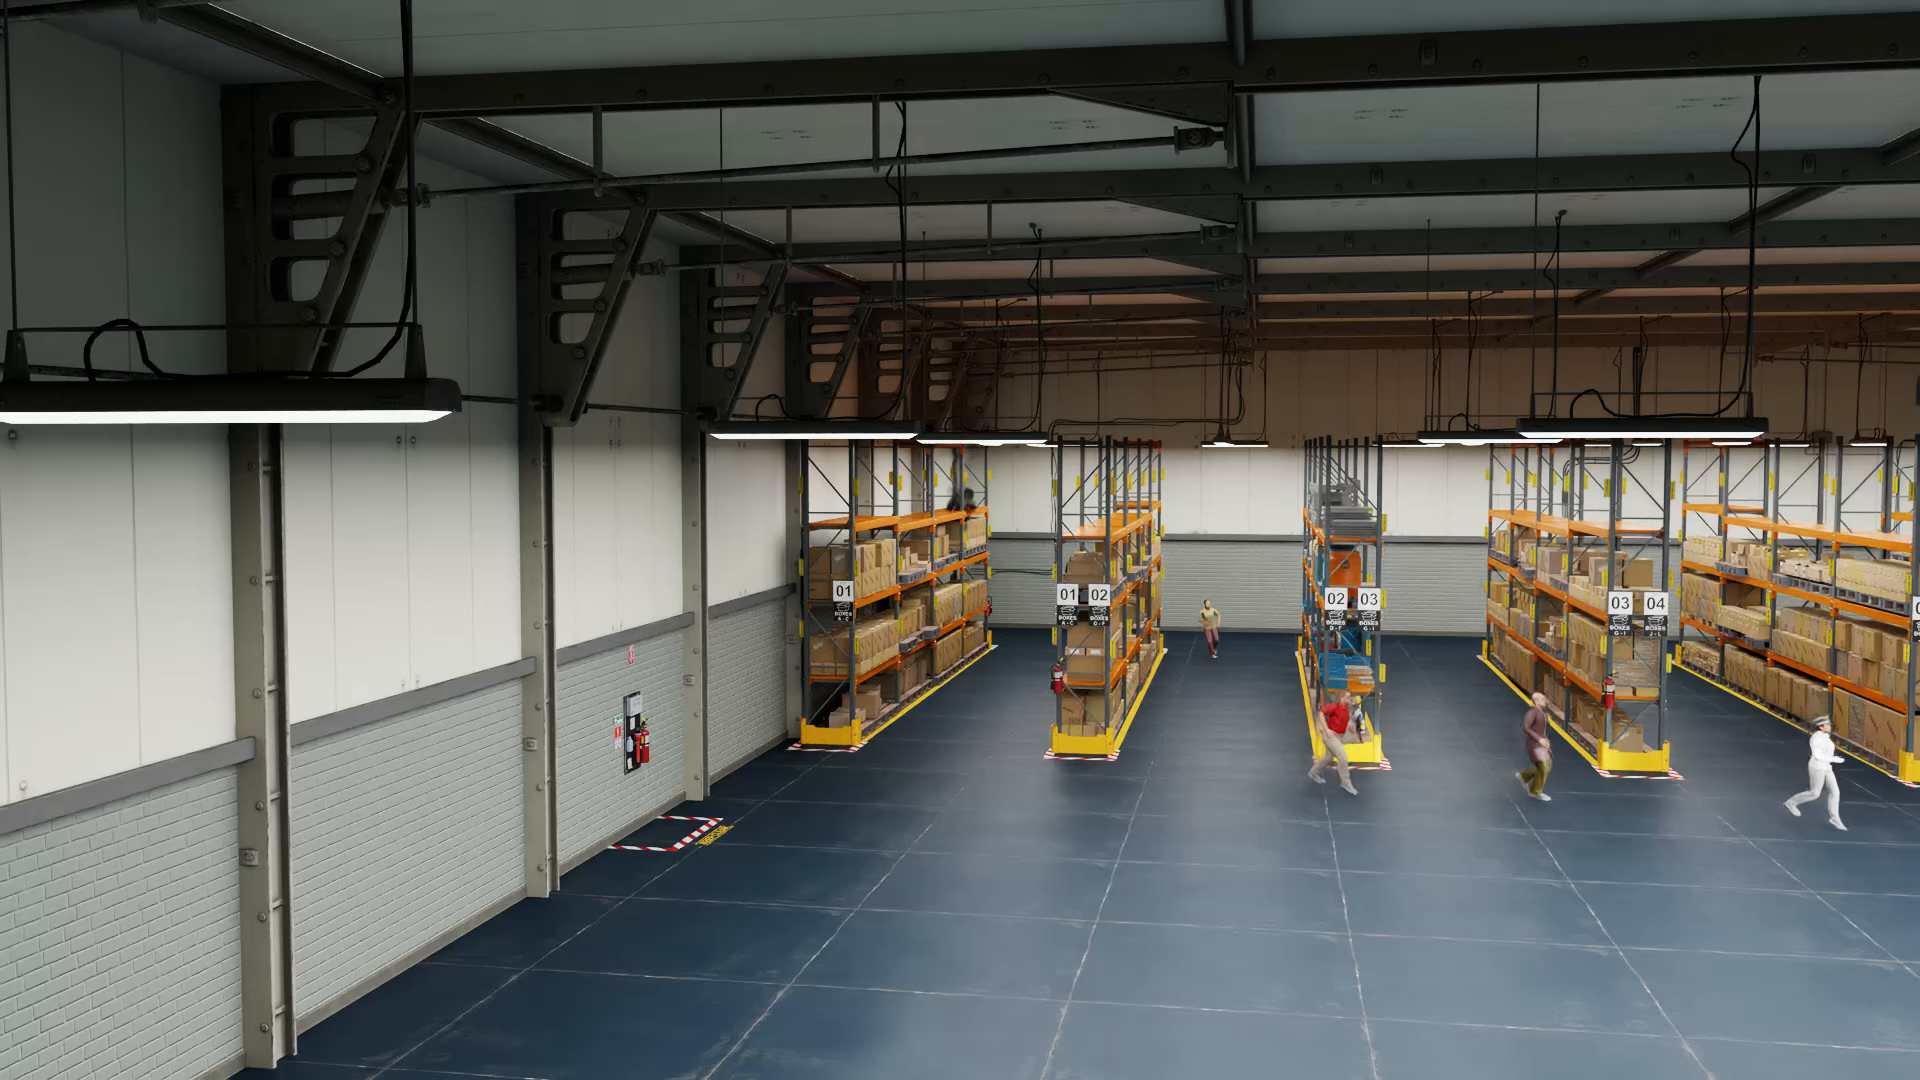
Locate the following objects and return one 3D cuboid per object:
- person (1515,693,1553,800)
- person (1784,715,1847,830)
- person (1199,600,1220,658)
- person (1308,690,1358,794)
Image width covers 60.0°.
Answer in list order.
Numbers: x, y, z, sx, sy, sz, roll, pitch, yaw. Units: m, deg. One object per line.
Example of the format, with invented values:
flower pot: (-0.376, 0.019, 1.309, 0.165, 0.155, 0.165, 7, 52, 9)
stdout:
person: (9.422, 3.387, 27.341, 0.628, 1.736, 0.730, 2, 4, 38)
person: (13.076, 3.523, 25.371, 0.895, 1.738, 0.647, 3, 4, 42)
person: (6.875, 2.445, 45.767, 0.604, 1.608, 0.513, 0, 3, 2)
person: (6.276, 3.367, 27.990, 0.993, 1.721, 0.681, 3, 4, 41)
